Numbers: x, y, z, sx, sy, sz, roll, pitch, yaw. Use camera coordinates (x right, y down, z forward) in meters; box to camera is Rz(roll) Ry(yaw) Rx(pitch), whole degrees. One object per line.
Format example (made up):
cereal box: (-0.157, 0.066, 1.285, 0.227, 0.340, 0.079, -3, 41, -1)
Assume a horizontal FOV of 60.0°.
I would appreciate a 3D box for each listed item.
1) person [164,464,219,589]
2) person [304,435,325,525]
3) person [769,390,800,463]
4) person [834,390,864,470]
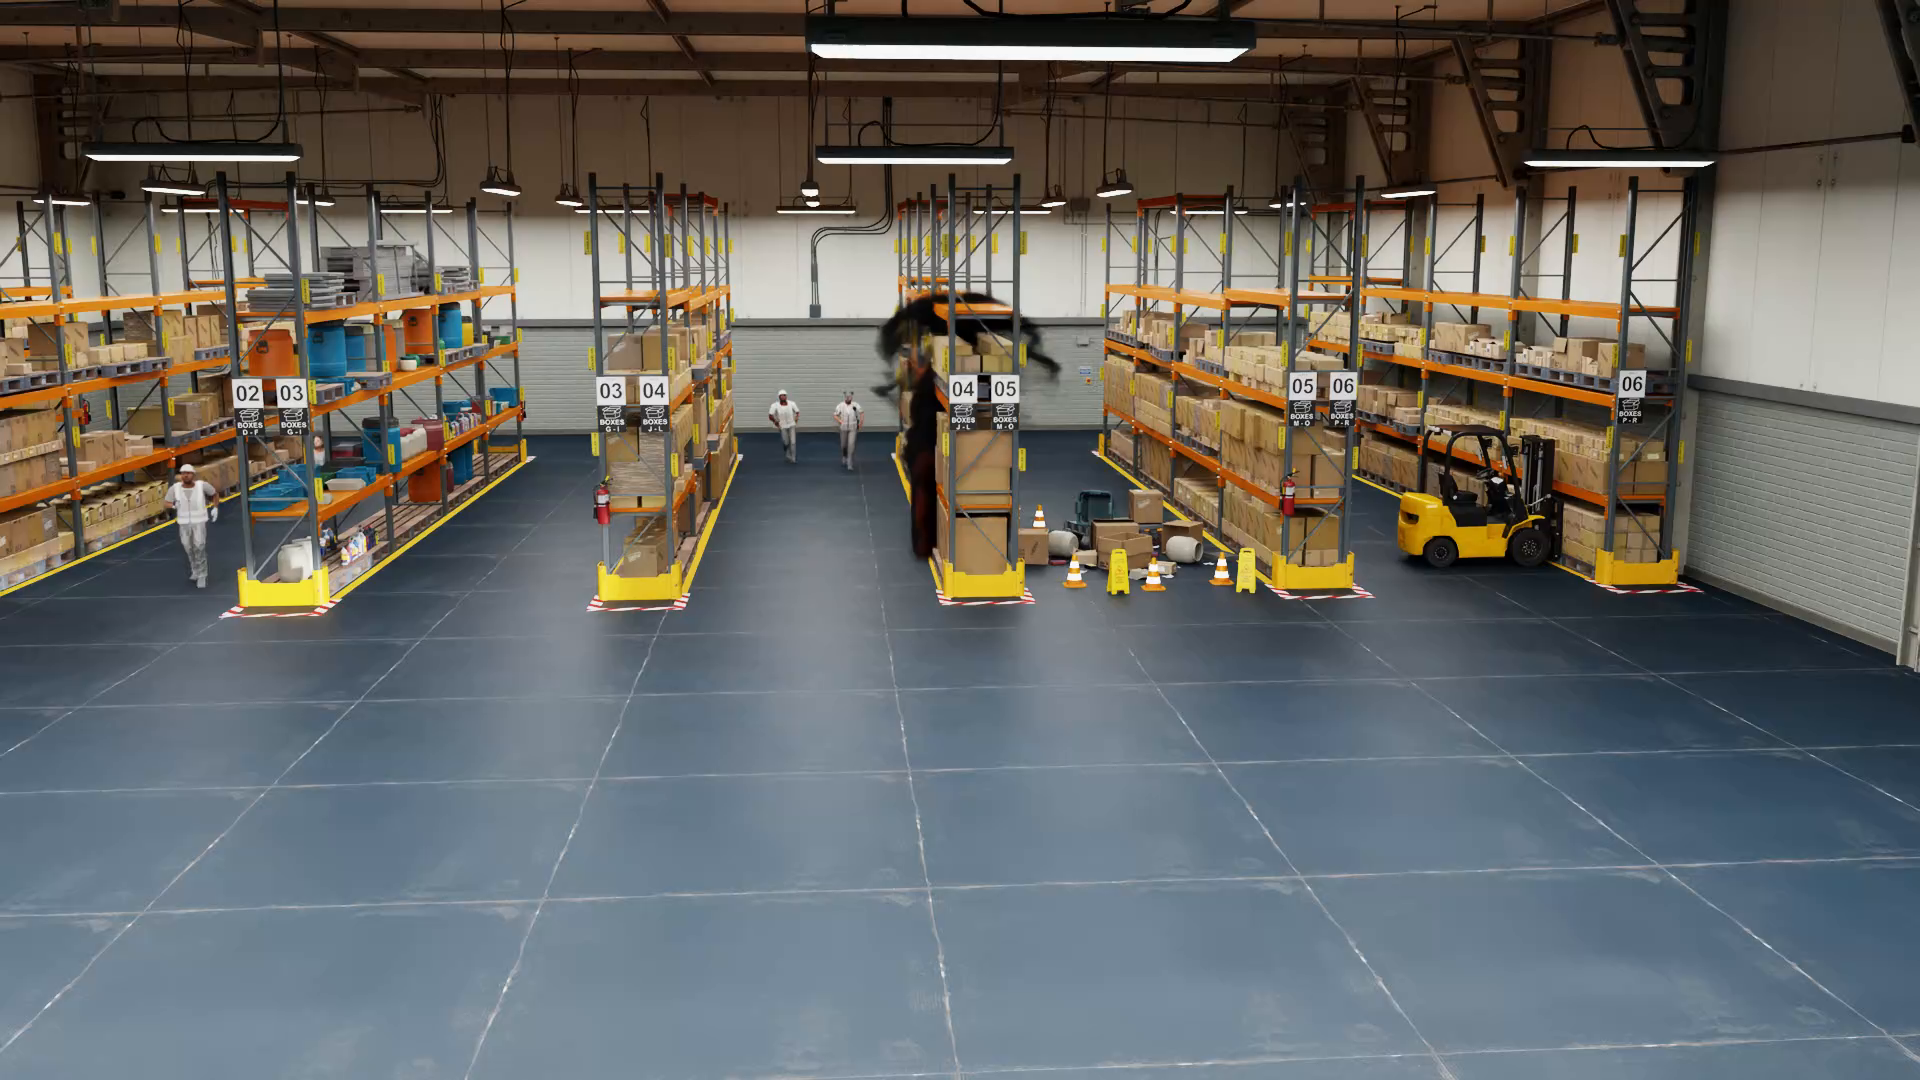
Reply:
person: (-11.447, -0.218, 24.786, 0.704, 1.850, 0.785, -2, 10, -11)
person: (-11.667, -1.098, 30.345, 0.553, 1.640, 0.924, 0, 10, -2)
person: (-4.081, -2.647, 38.819, 0.724, 1.707, 0.634, -3, 11, -18)
person: (-2.534, -2.528, 37.963, 0.688, 1.797, 0.843, 0, 10, 0)
